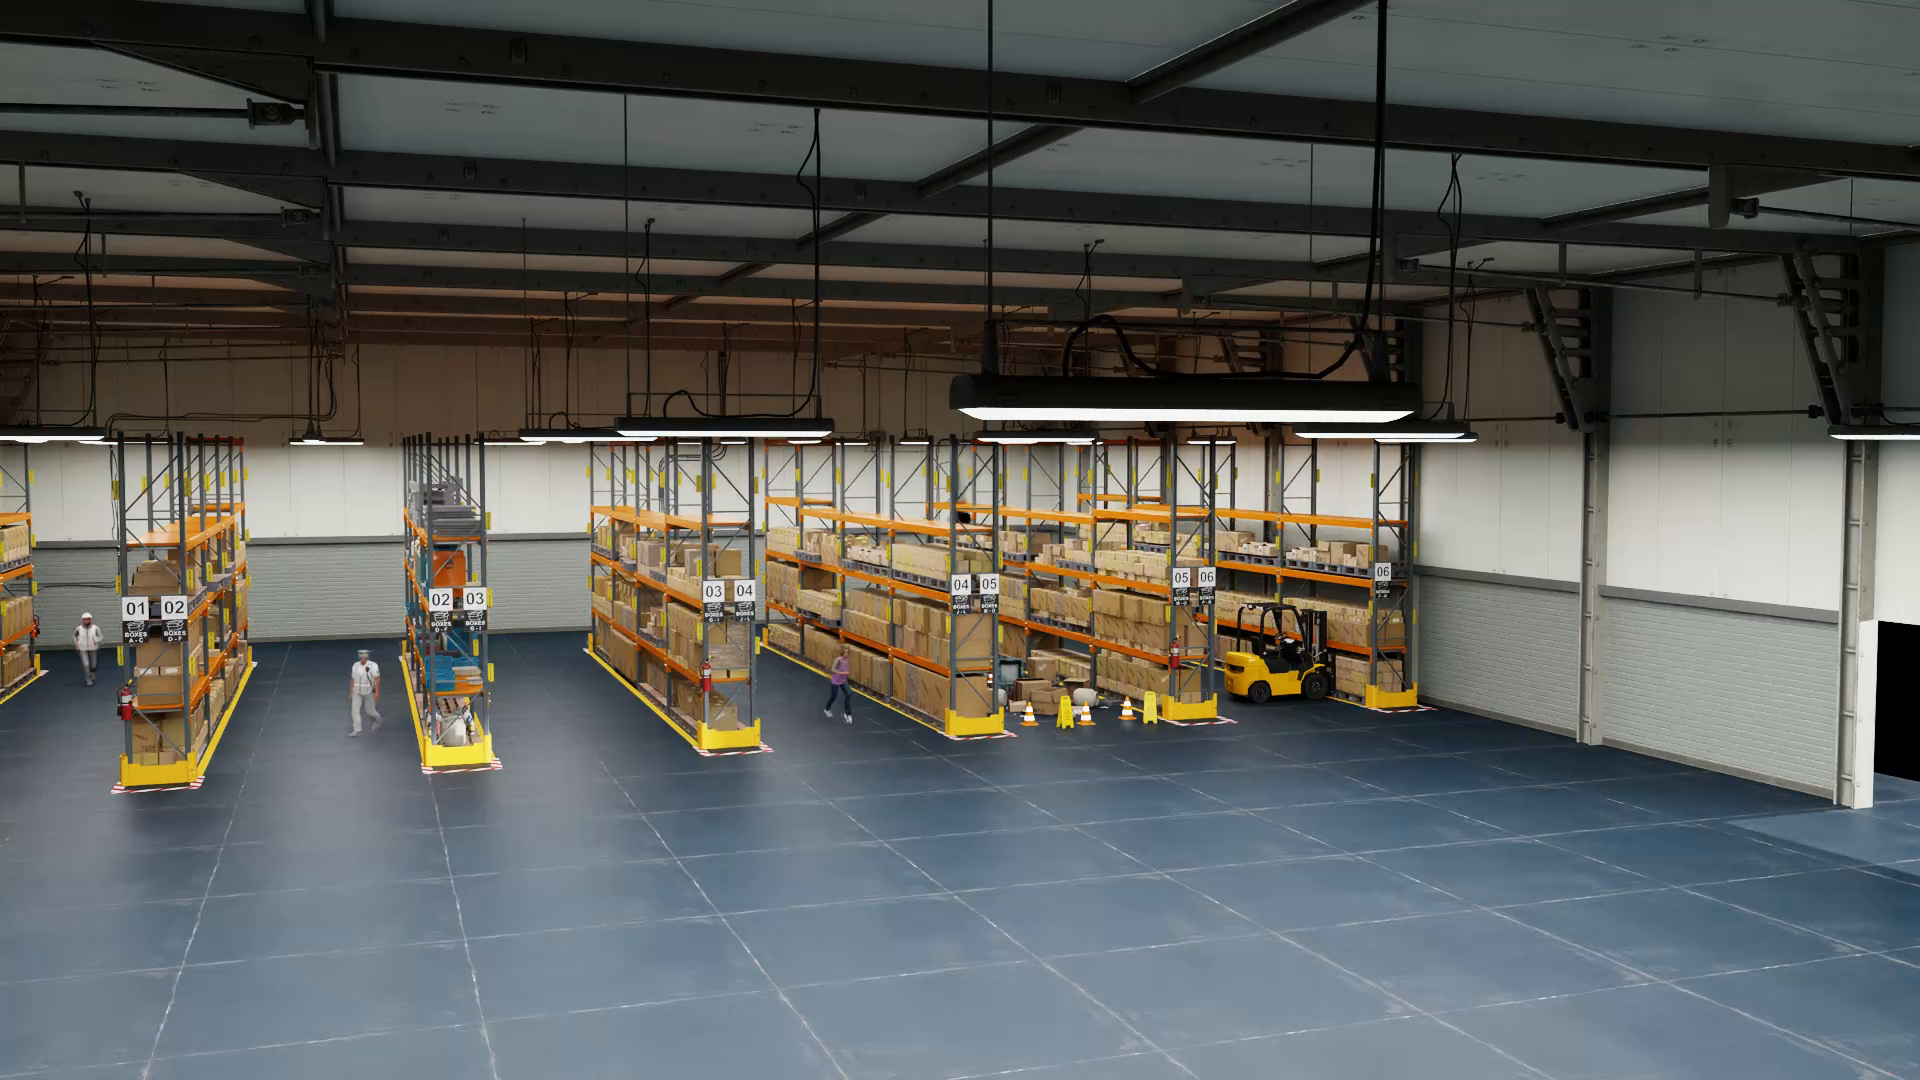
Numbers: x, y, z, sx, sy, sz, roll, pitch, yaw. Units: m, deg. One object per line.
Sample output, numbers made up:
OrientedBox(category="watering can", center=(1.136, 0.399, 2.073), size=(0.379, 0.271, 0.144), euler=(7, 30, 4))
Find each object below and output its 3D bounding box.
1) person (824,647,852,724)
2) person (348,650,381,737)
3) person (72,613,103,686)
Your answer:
OrientedBox(category="person", center=(-2.563, 3.016, 34.780), size=(0.537, 1.606, 0.912), euler=(-3, 4, -39))
OrientedBox(category="person", center=(-11.817, 3.014, 33.032), size=(0.631, 1.702, 0.766), euler=(0, 3, 4))
OrientedBox(category="person", center=(-21.042, 2.631, 40.112), size=(0.658, 1.736, 0.716), euler=(-2, 4, -30))
